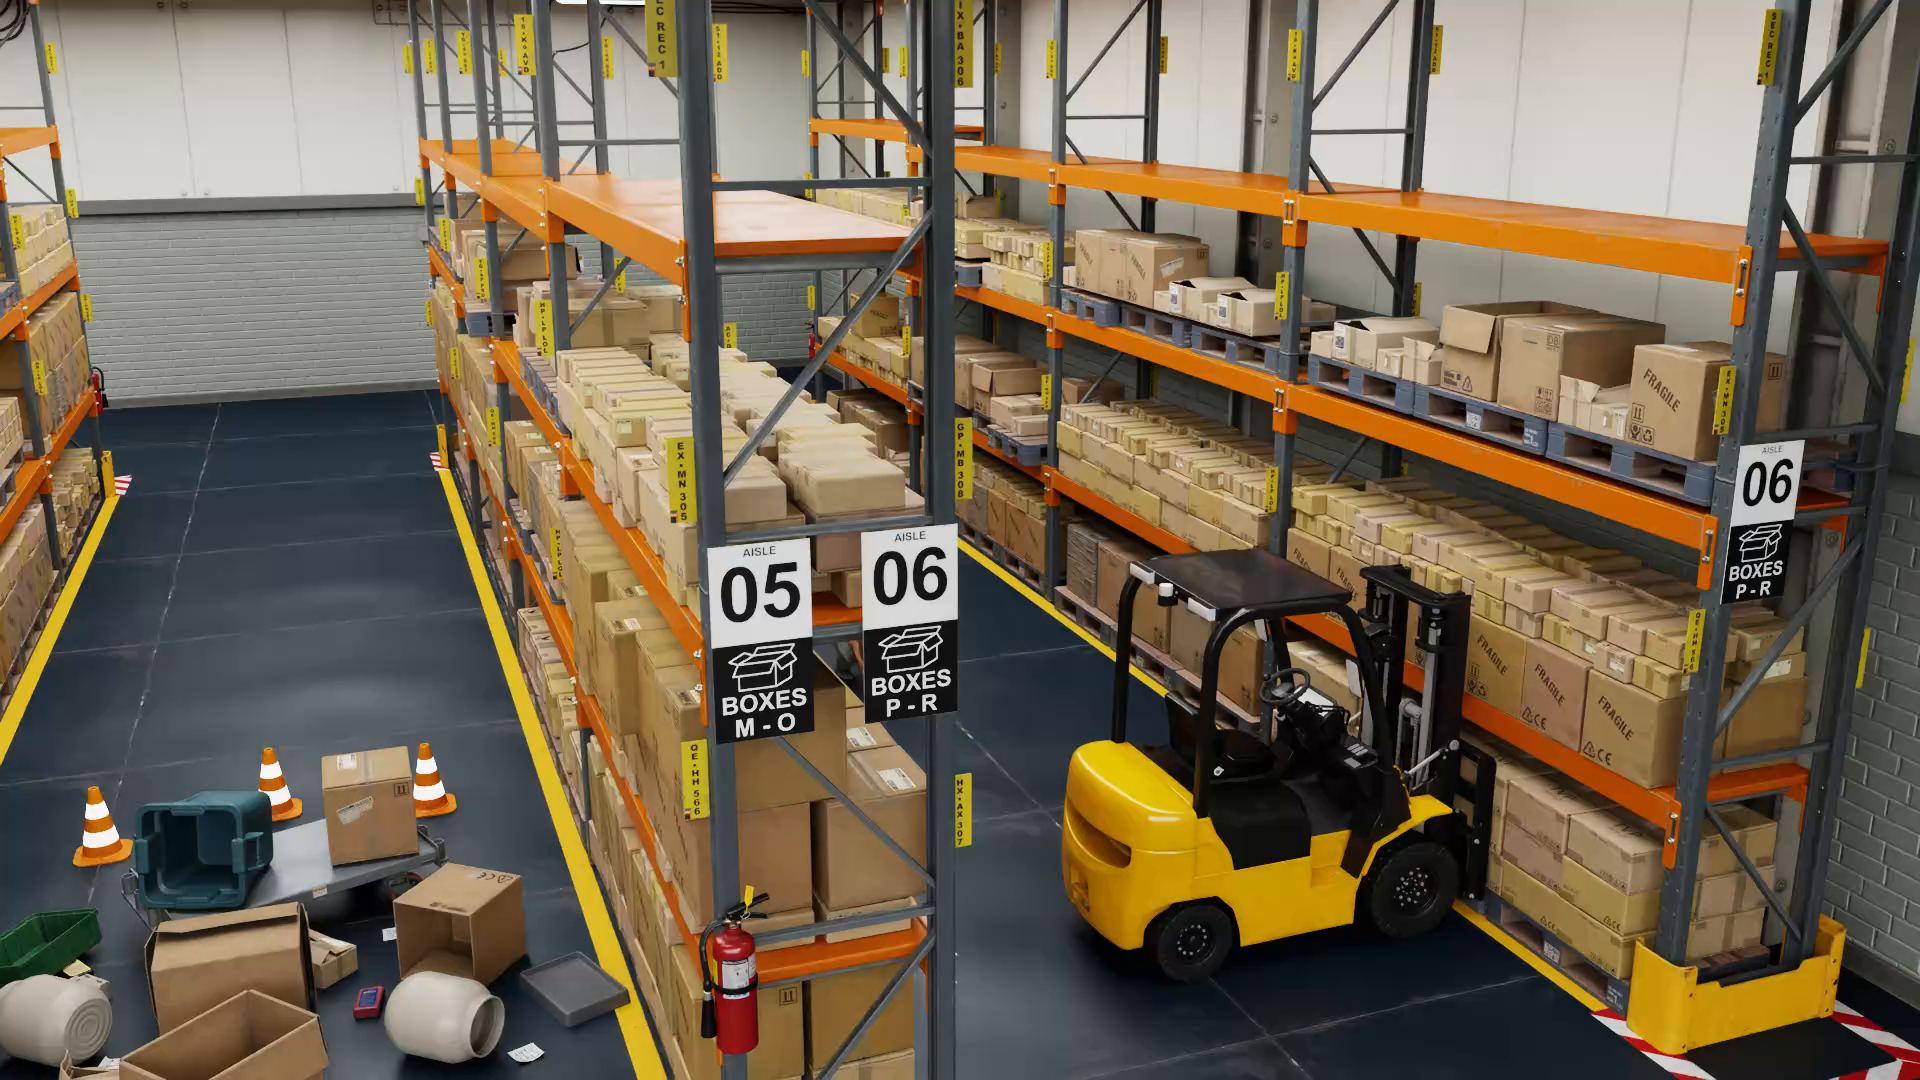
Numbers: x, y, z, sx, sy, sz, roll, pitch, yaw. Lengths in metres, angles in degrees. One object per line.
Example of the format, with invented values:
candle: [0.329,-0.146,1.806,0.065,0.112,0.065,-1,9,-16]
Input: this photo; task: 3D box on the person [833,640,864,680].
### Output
person: [-0.796,0.708,13.859,0.503,0.951,0.862,-6,17,-21]
